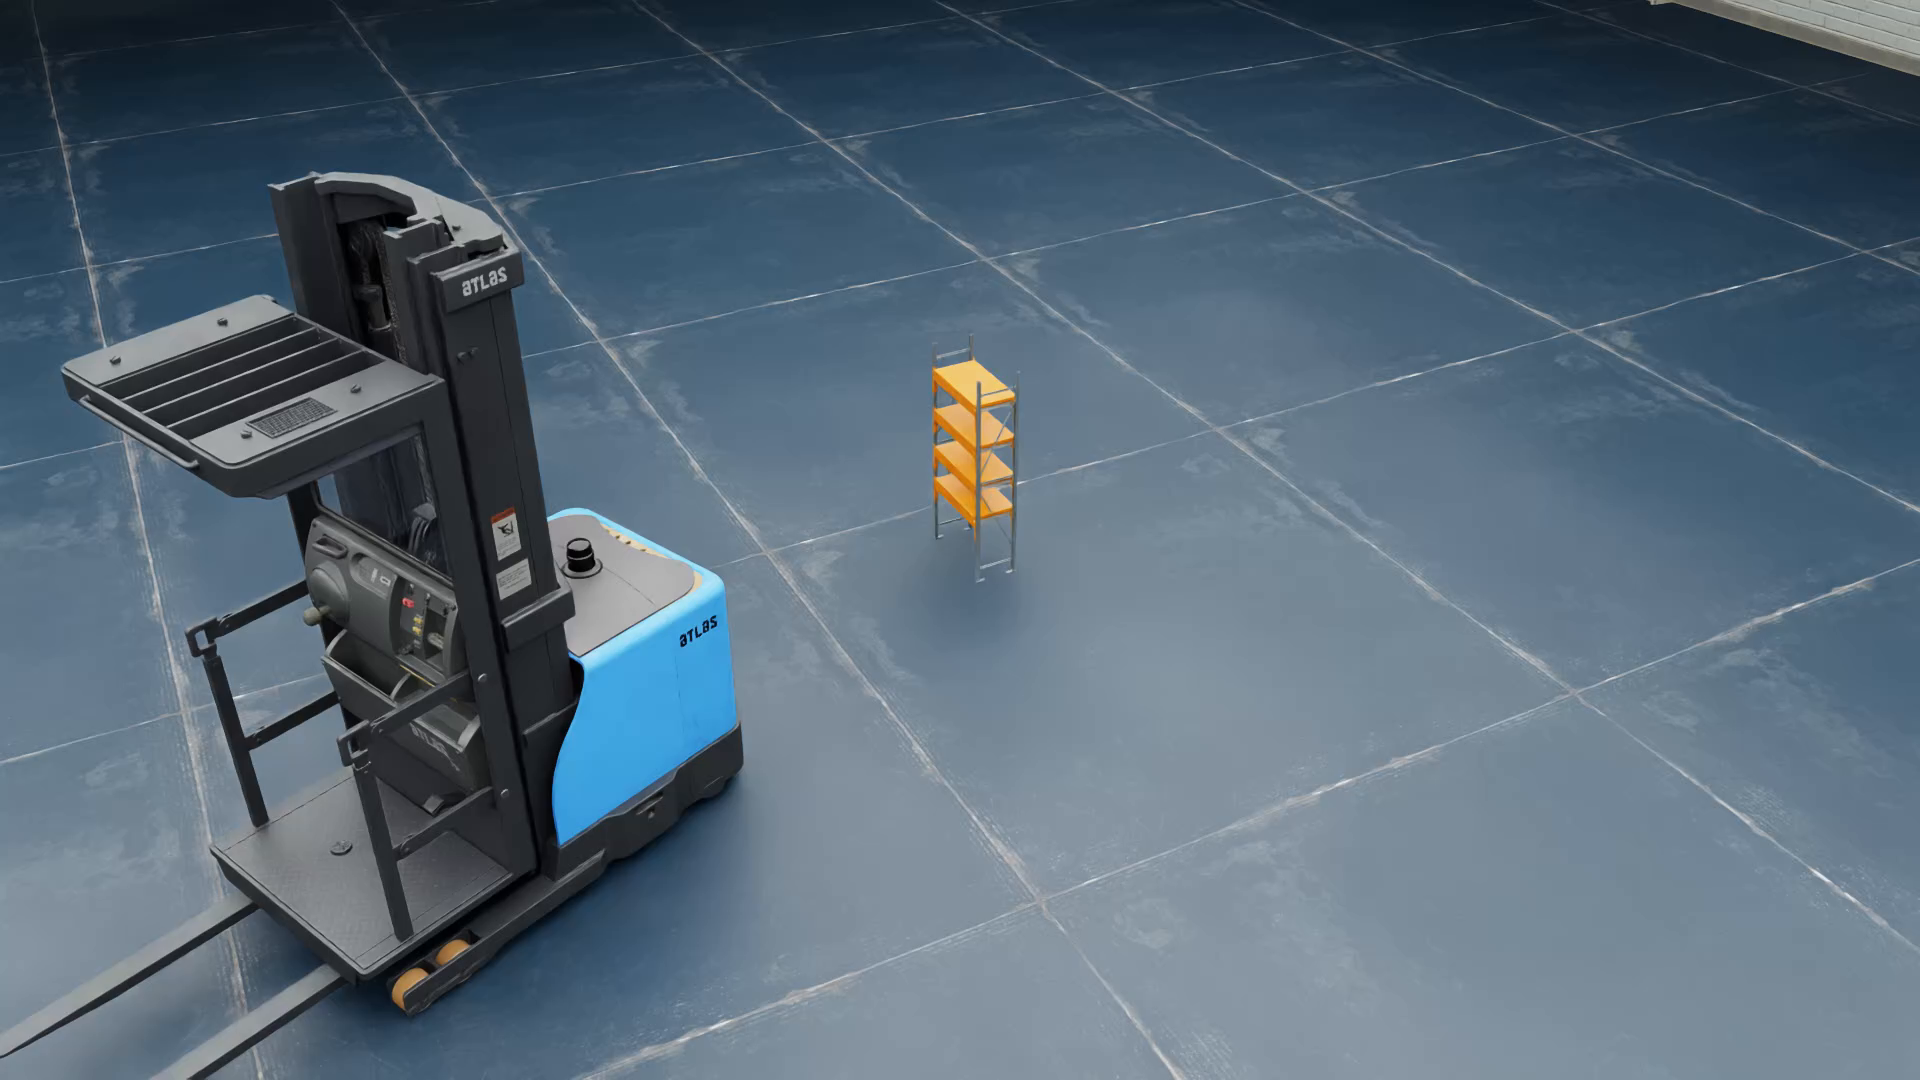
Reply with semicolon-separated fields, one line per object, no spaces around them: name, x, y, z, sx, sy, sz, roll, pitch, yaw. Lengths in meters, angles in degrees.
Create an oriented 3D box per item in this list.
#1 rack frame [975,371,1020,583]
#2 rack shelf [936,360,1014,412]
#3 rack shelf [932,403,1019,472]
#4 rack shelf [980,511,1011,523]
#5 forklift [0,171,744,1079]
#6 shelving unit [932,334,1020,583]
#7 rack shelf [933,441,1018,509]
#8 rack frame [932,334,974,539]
rack frame;0.191;-0.310;8.621;0.240;1.200;0.015;-16;36;-23
rack shelf;0.077;-0.790;8.570;0.221;0.050;0.457;-16;36;-23
rack shelf;0.077;-0.558;8.719;0.258;0.148;0.480;-16;36;-23
rack shelf;0.077;-0.226;8.931;0.199;0.029;0.442;-16;36;-23
forklift;-2.302;0.280;6.096;1.130;2.935;3.031;24;40;32
shelving unit;0.077;-0.426;8.803;0.258;1.200;0.503;-16;36;-23
rack shelf;0.077;-0.370;8.839;0.258;0.148;0.480;-16;36;-23
rack frame;-0.037;-0.543;8.985;0.240;1.200;0.015;-16;36;-23
